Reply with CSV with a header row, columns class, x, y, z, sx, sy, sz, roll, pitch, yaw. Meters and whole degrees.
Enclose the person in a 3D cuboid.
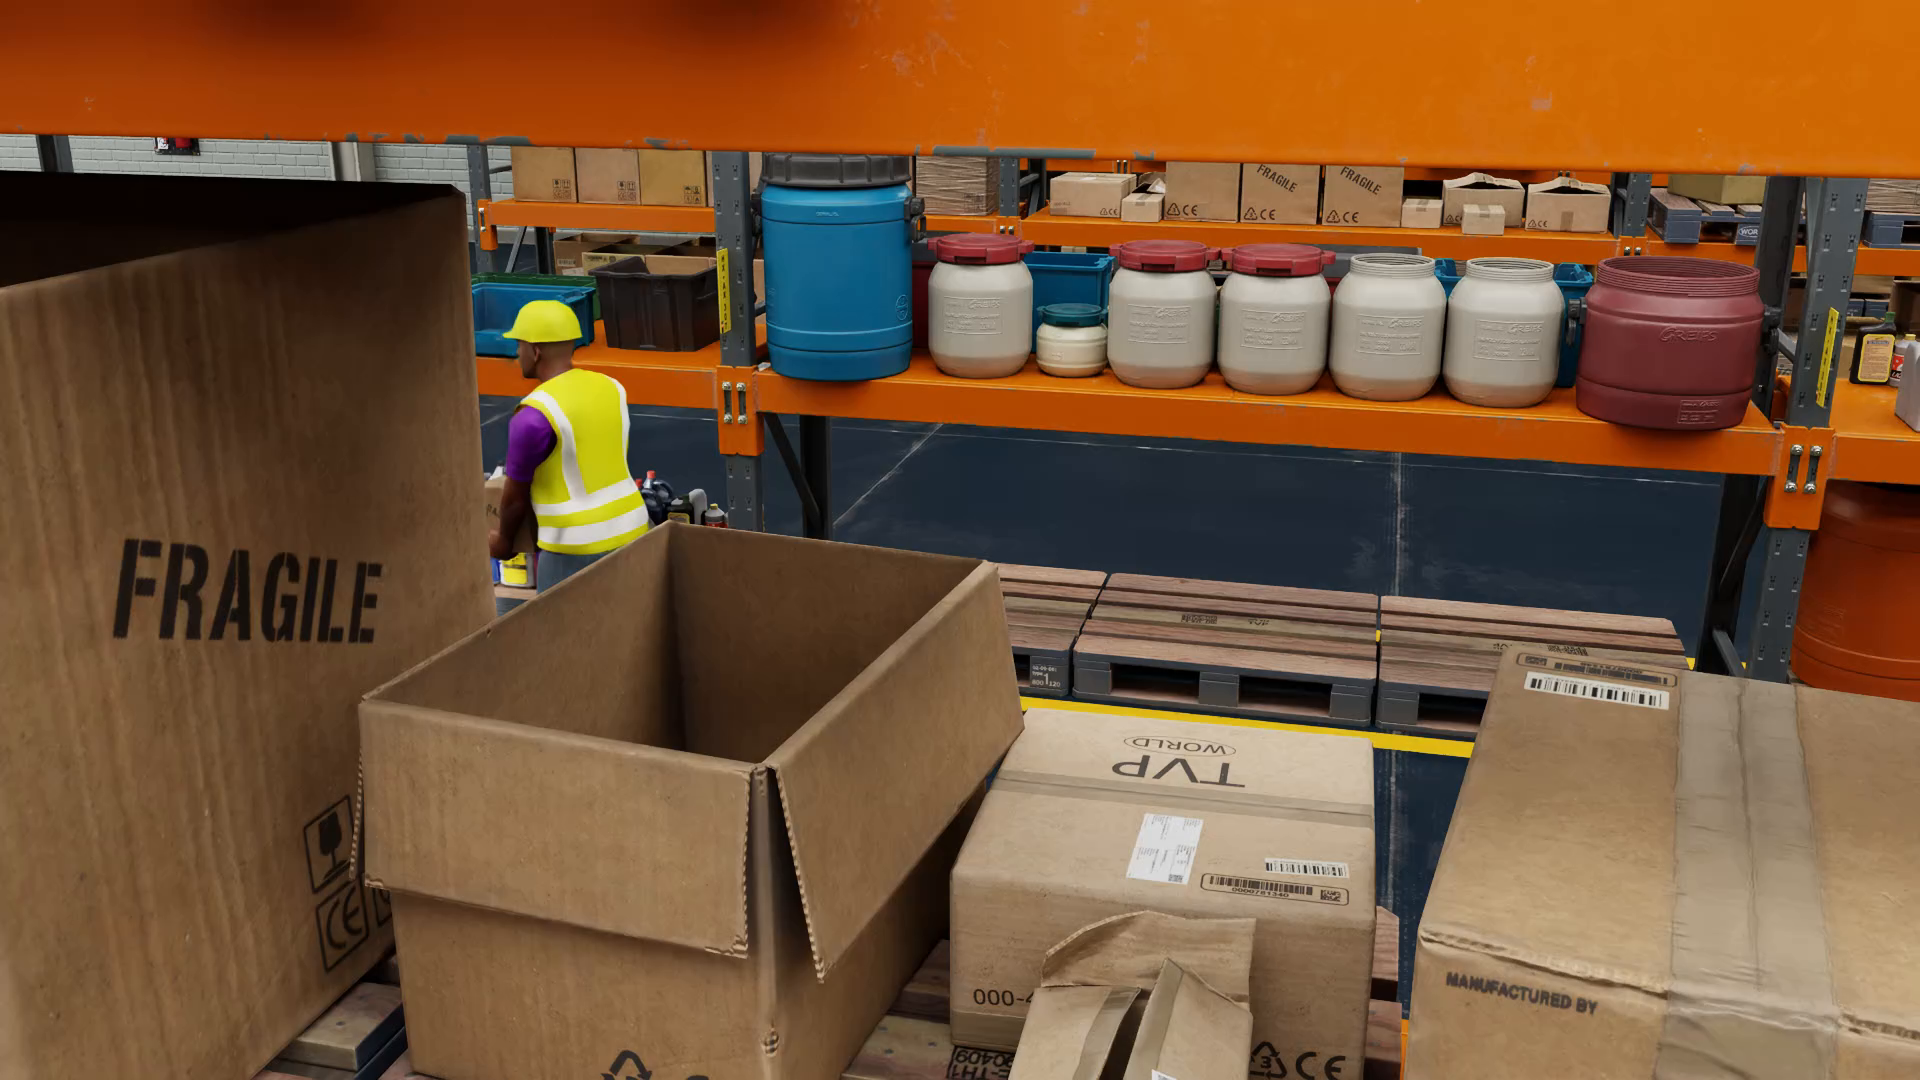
class,x,y,z,sx,sy,sz,roll,pitch,yaw
person,-1.445,-0.004,6.053,0.586,1.750,0.504,9,20,26
